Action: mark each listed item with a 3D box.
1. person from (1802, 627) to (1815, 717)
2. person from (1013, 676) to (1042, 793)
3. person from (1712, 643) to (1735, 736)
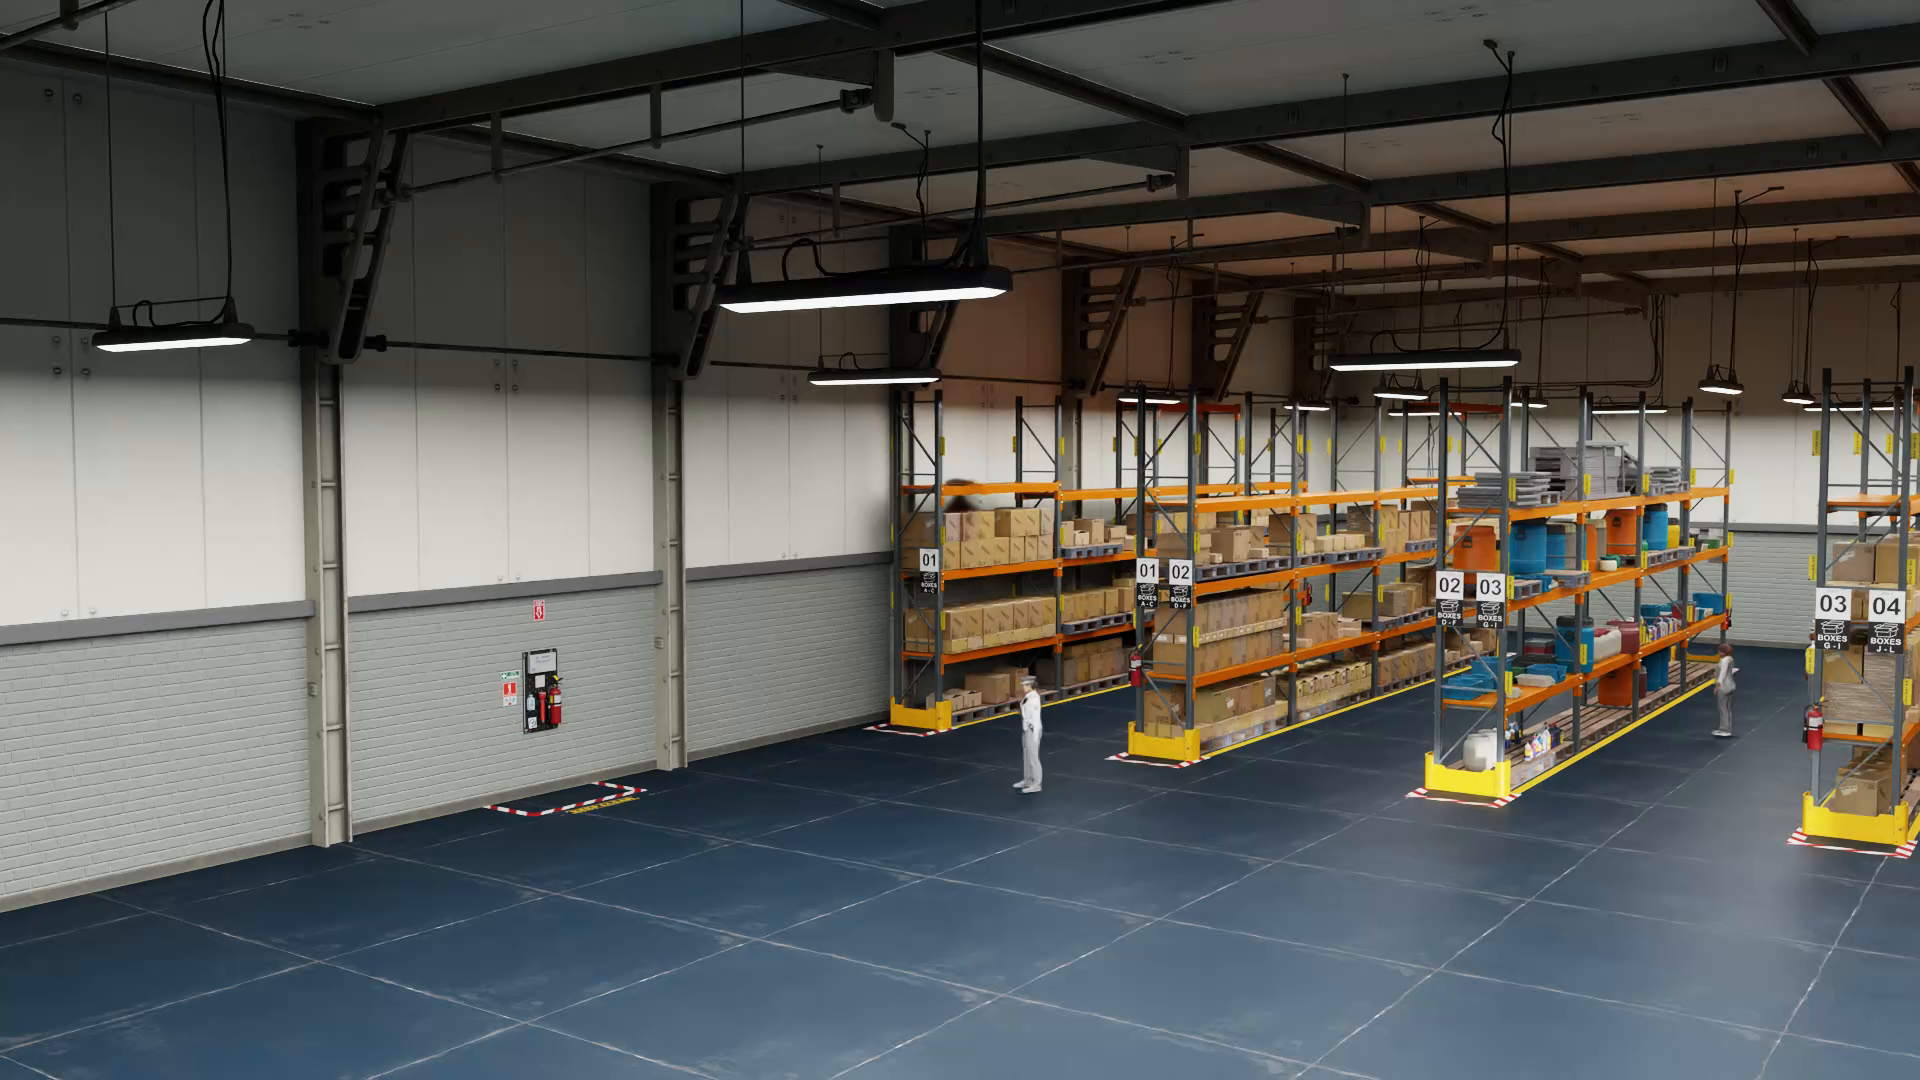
[{"bbox_3d":[15.717,2.438,30.583,0.375,1.683,0.458,3,4,40],"label":"person"},{"bbox_3d":[0.991,2.804,24.204,0.393,1.669,0.550,0,3,-9],"label":"person"},{"bbox_3d":[13.166,2.580,28.674,0.344,1.607,0.420,3,4,42],"label":"person"}]
